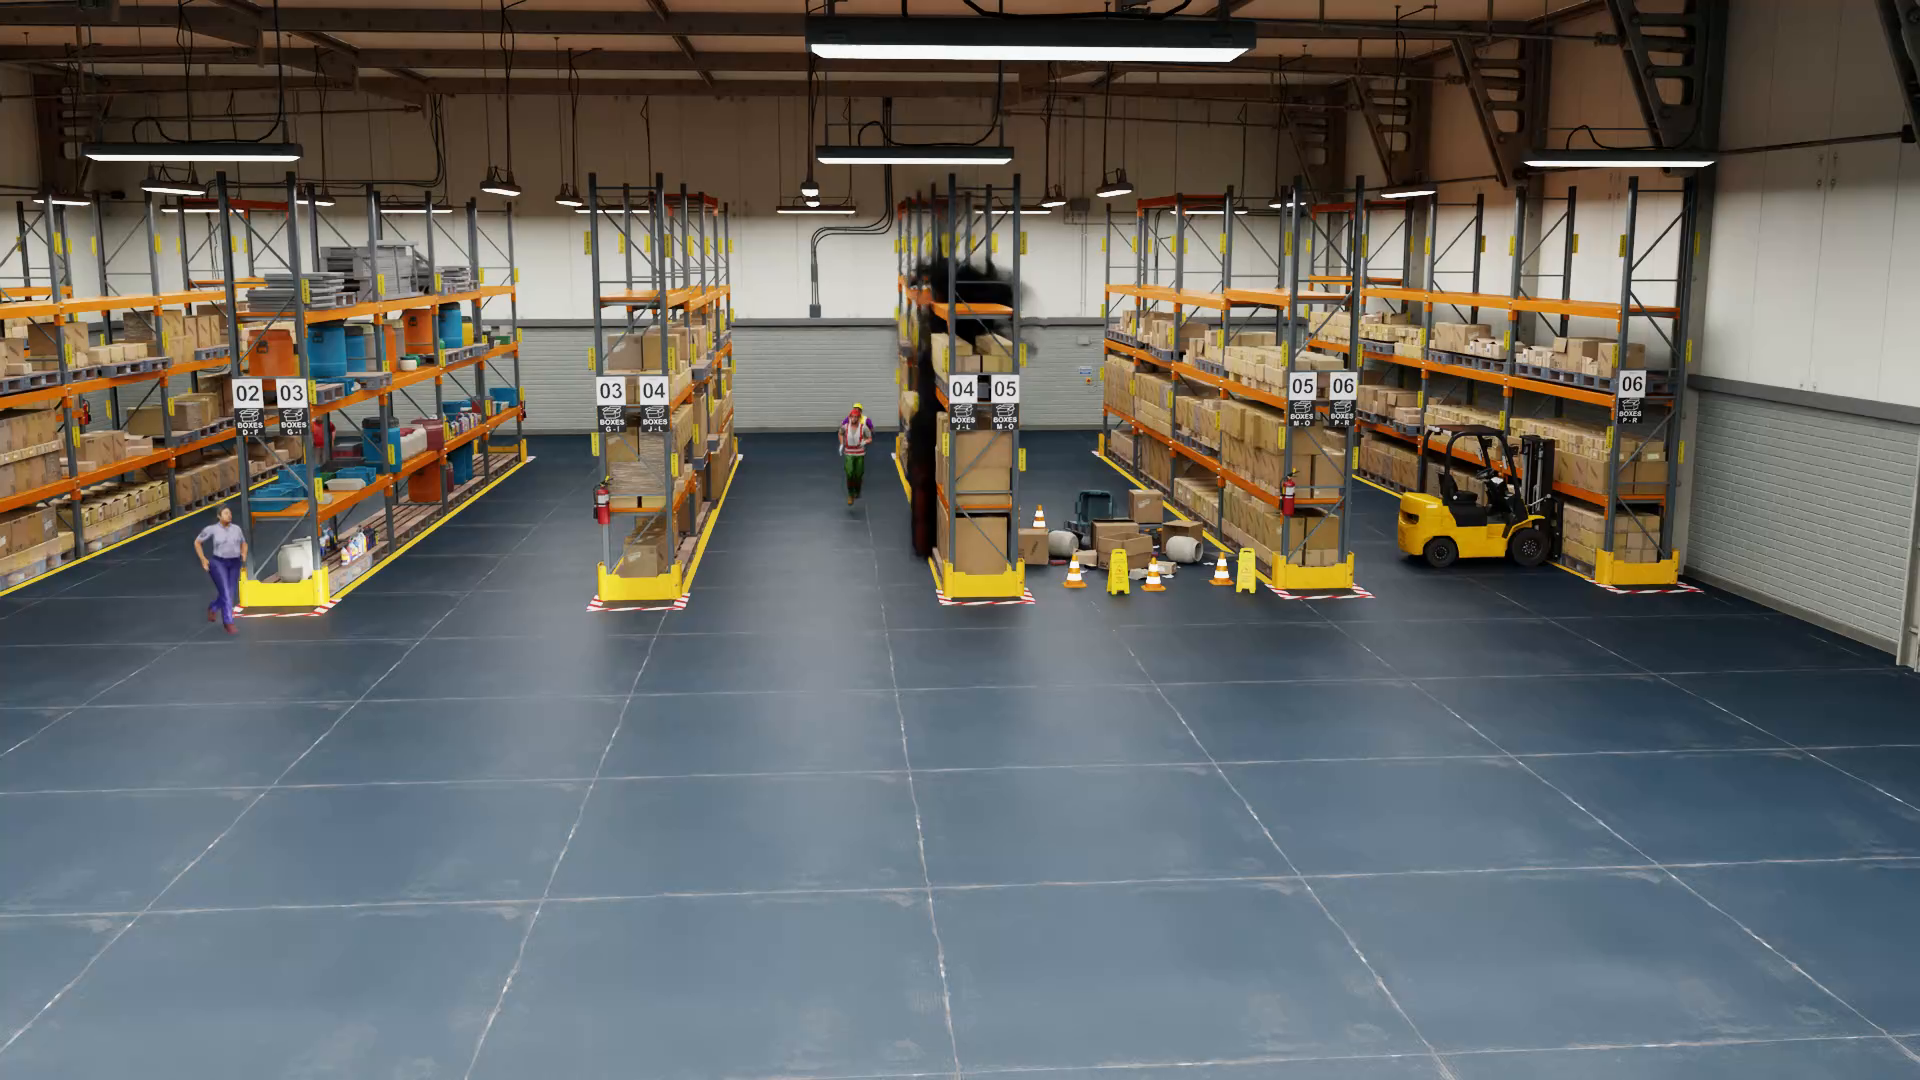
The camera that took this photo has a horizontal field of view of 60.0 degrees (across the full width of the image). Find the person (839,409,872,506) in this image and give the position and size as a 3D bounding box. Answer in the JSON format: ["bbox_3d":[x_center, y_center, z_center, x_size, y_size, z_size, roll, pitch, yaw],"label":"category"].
[{"bbox_3d":[-1.973,-1.585,31.451,0.639,1.791,0.785,-1,10,-4],"label":"person"}]

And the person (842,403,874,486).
[{"bbox_3d":[-2.173,-2.037,35.299,0.700,1.747,0.796,-1,10,-5],"label":"person"}]

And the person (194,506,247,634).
[{"bbox_3d":[-9.699,0.373,21.988,0.806,1.638,0.637,8,13,37],"label":"person"}]

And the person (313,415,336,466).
[{"bbox_3d":[-12.993,-1.762,33.810,0.603,1.782,0.873,-3,10,-17],"label":"person"}]
